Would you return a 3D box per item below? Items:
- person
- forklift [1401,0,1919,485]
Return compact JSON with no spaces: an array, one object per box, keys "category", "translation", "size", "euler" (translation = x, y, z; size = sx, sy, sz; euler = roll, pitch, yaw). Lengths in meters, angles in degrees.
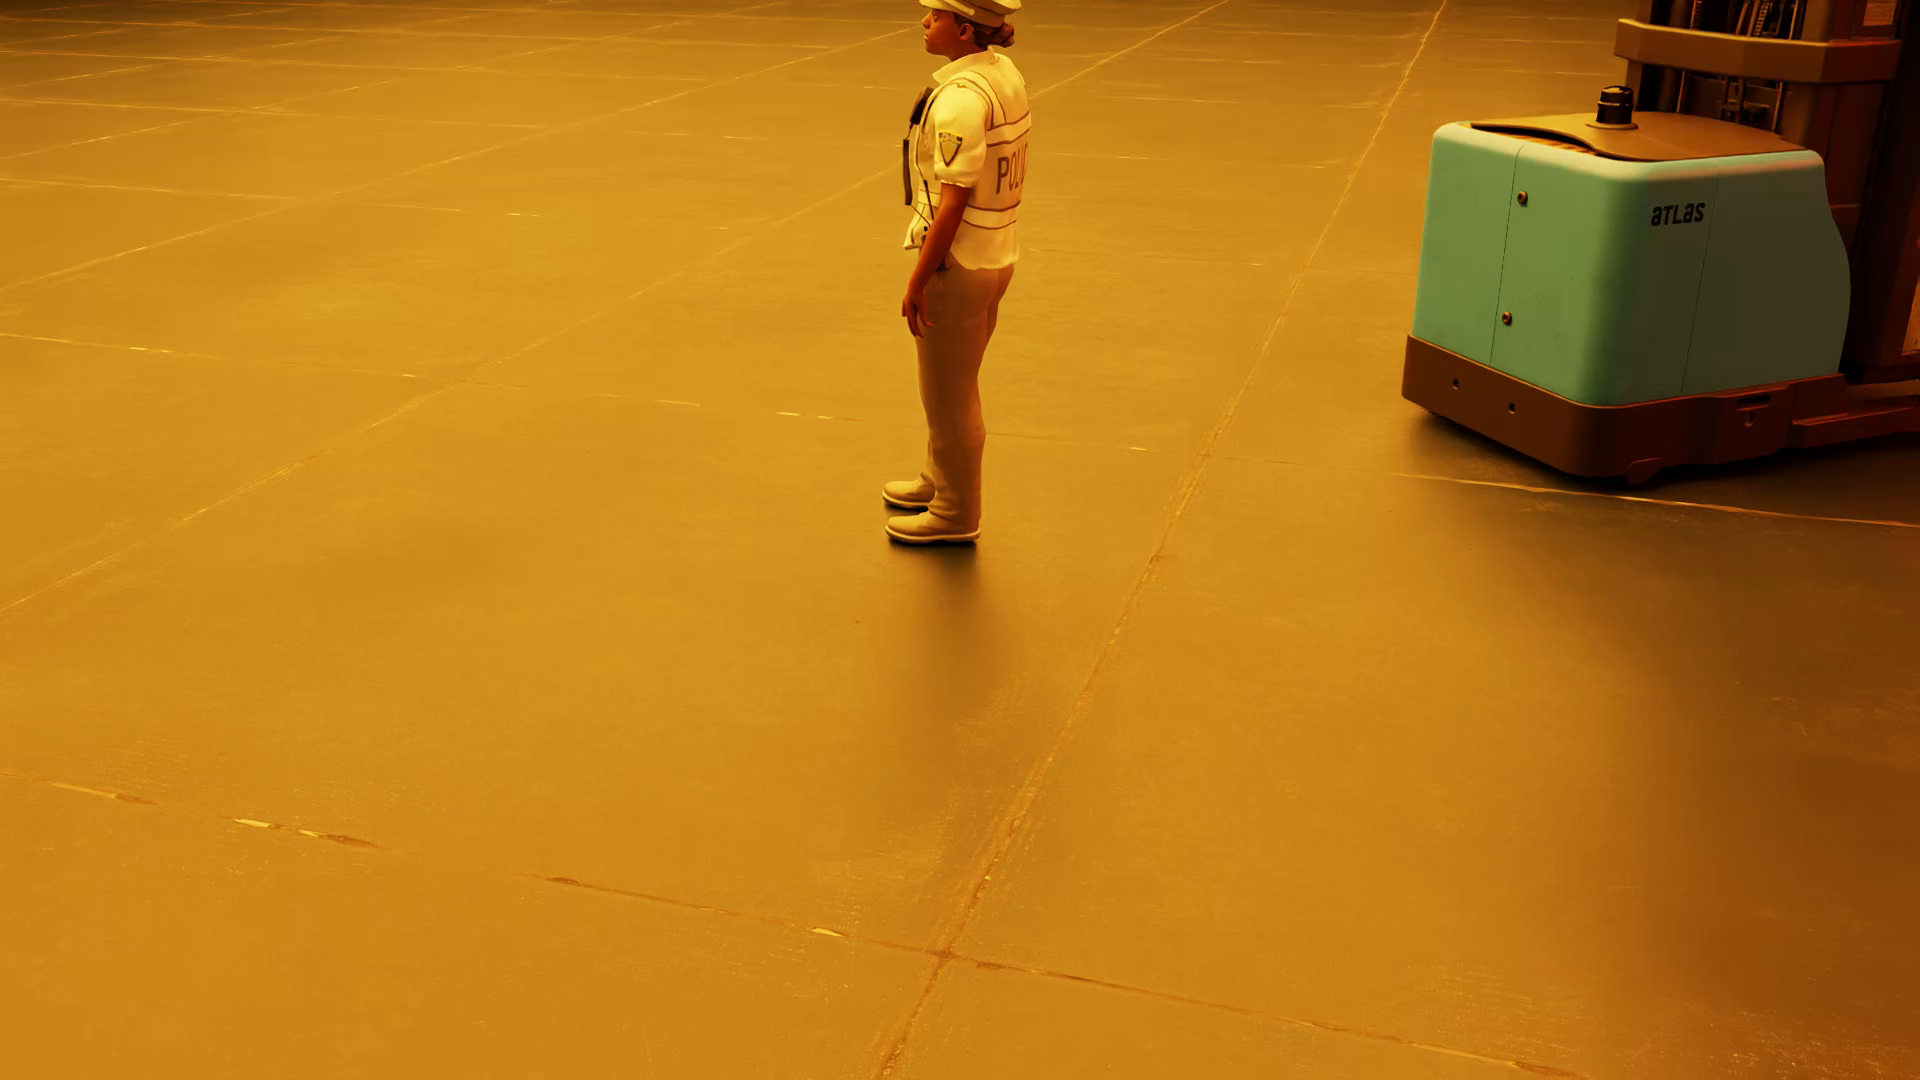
[{"category":"person","translation":[-0.066,-0.806,4.833],"size":[0.528,1.695,0.569],"euler":[7,23,16]},{"category":"forklift","translation":[3.226,-1.882,5.837],"size":[3.031,2.935,1.130],"euler":[-9,24,-20]}]
